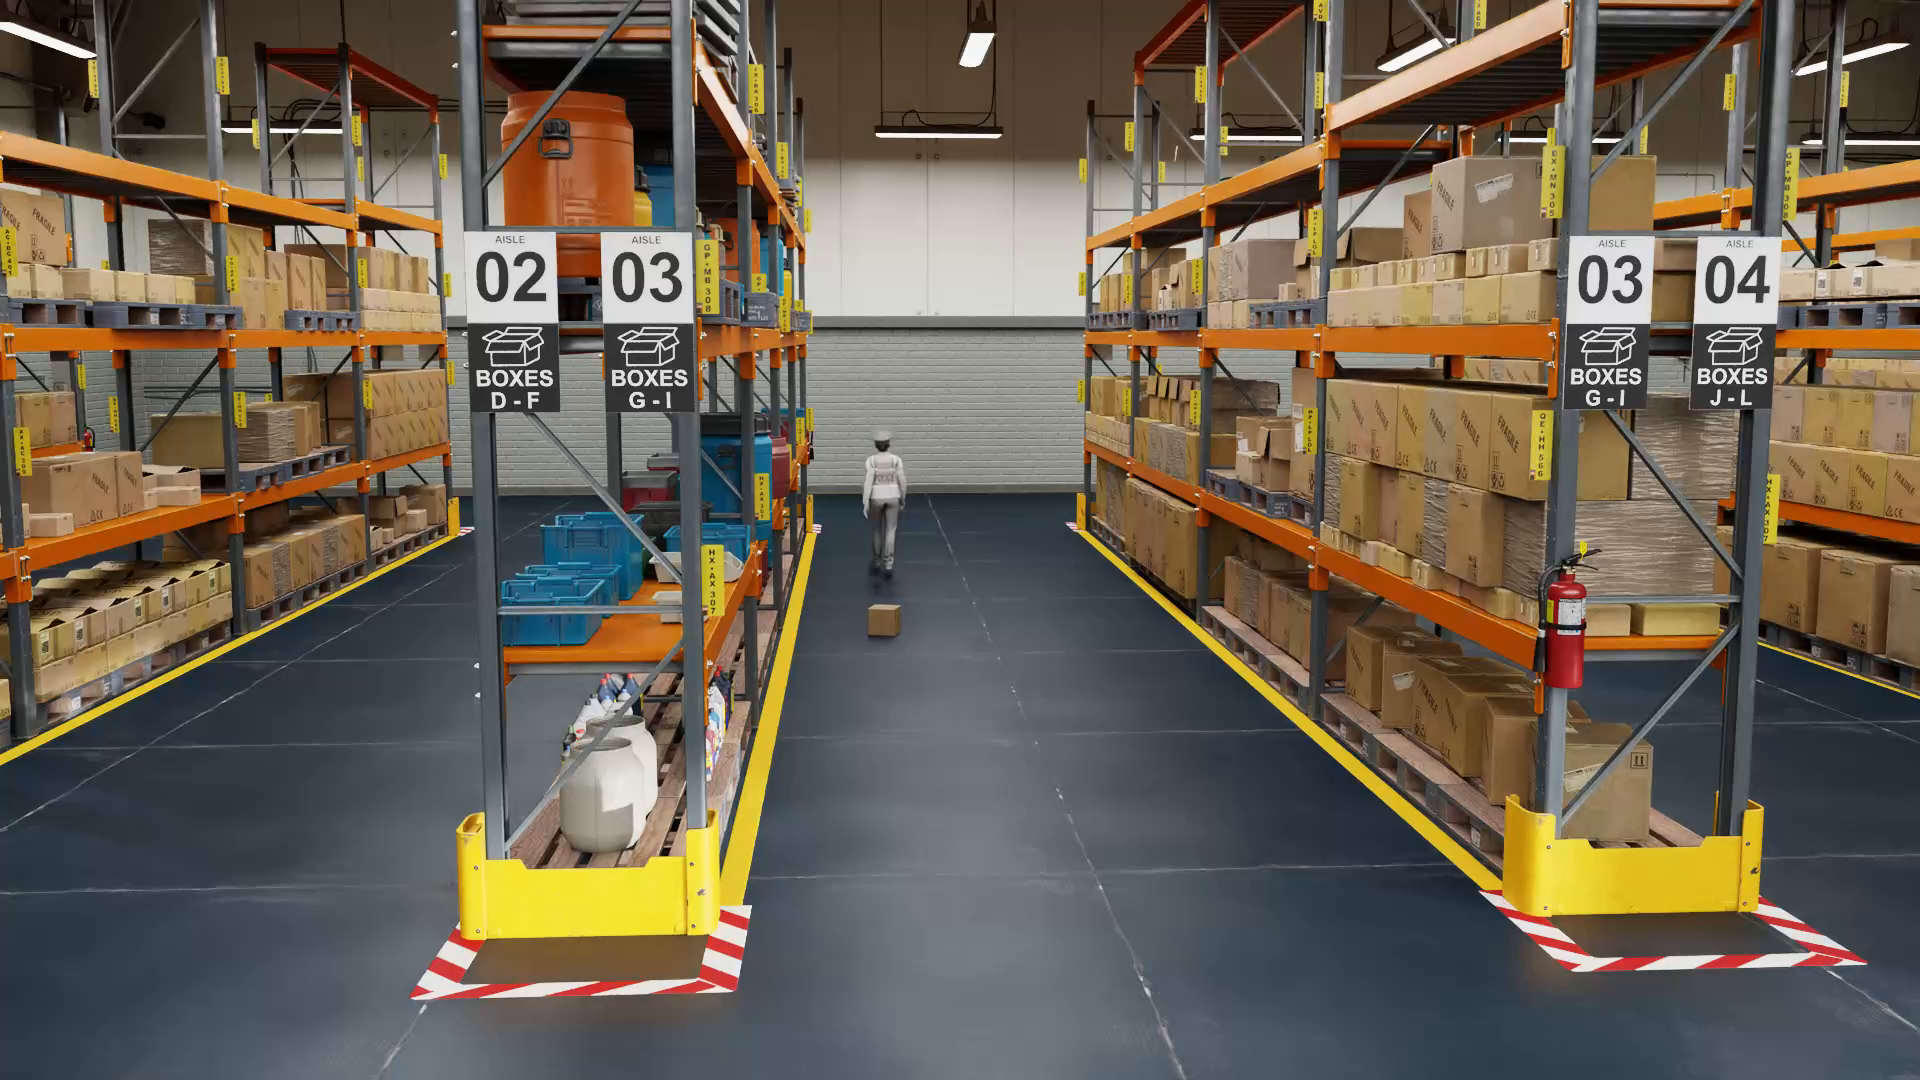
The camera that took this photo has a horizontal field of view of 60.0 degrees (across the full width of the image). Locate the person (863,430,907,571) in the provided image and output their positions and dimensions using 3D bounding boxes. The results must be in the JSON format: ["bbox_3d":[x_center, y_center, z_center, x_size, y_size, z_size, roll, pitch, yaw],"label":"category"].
[{"bbox_3d":[-0.881,-0.479,19.481,0.517,1.630,0.983,0,7,-3],"label":"person"}]
